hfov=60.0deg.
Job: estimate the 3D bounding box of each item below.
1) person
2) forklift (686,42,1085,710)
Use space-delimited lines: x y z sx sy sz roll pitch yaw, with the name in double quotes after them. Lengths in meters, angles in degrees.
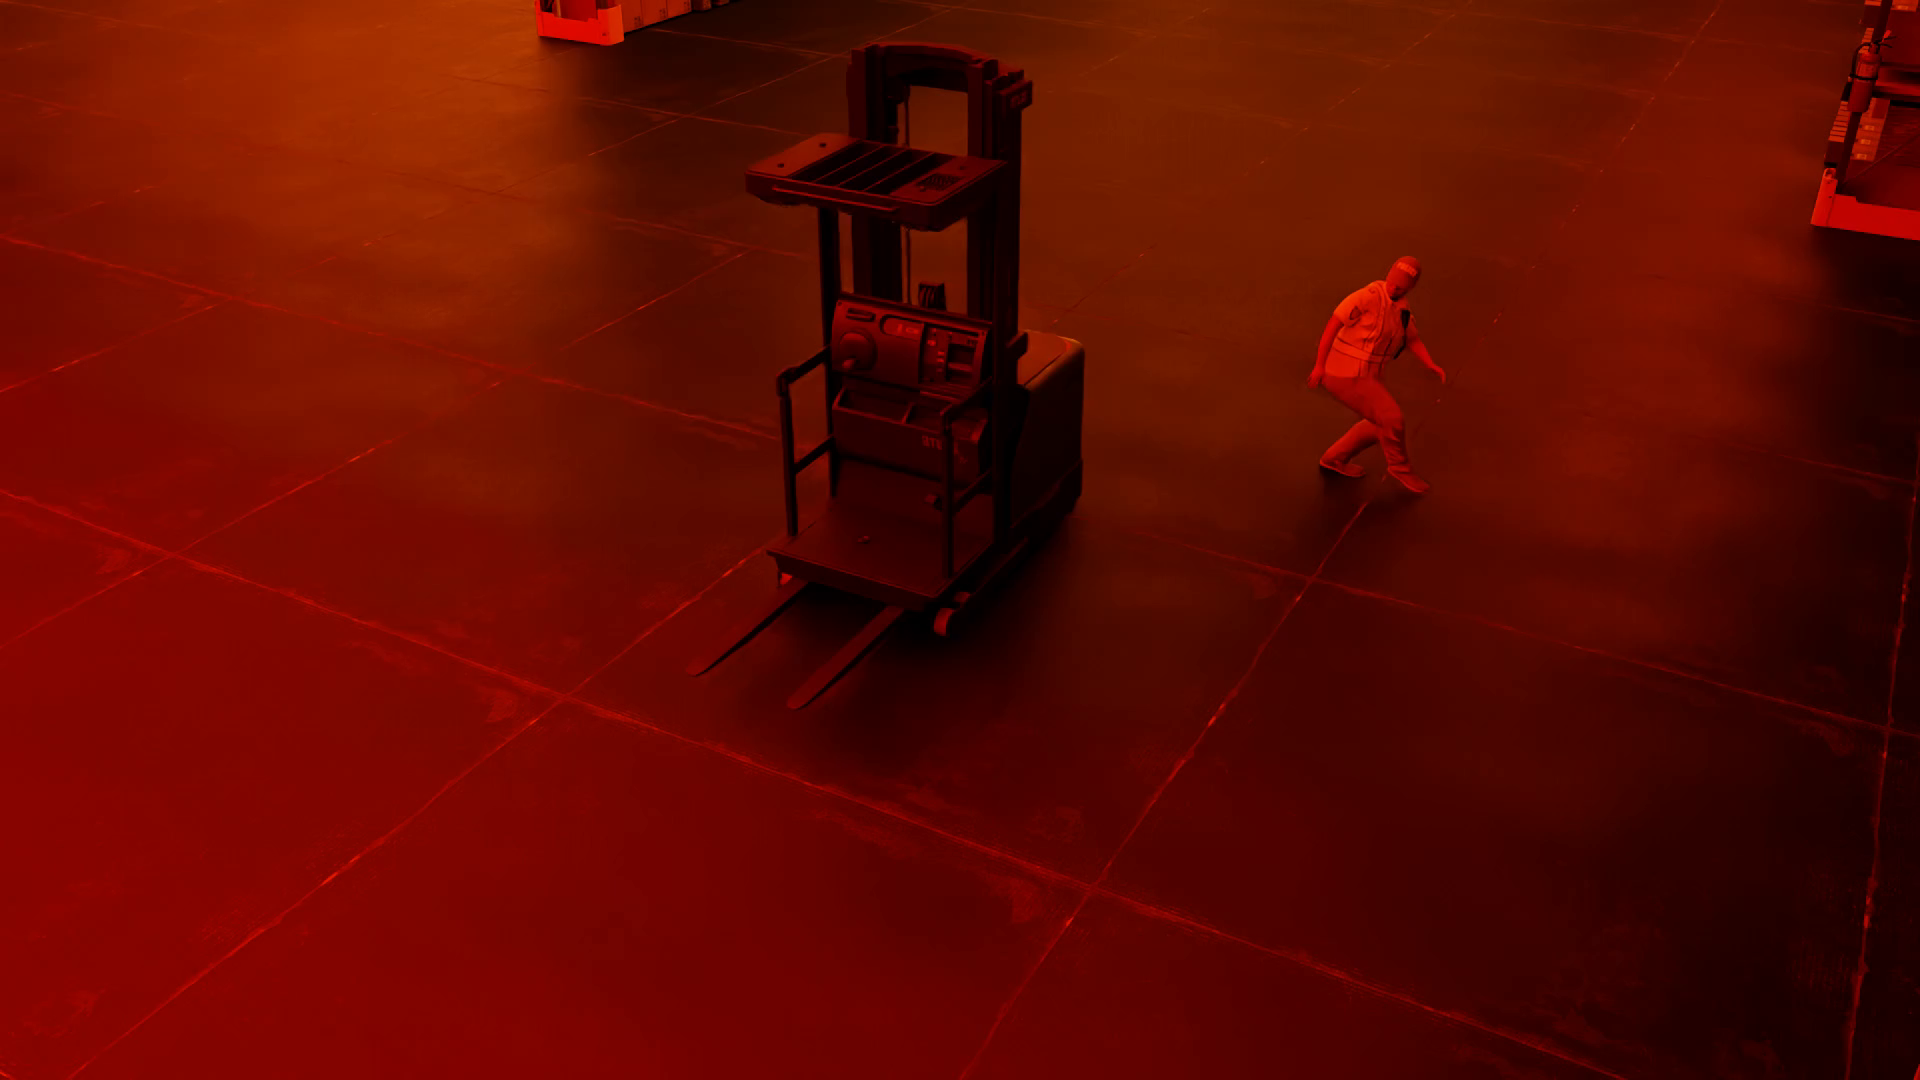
2.590 -0.991 10.236 0.755 1.514 0.706 19 35 29 "person"
-0.378 -0.992 8.790 1.130 2.935 3.031 15 33 24 "forklift"
